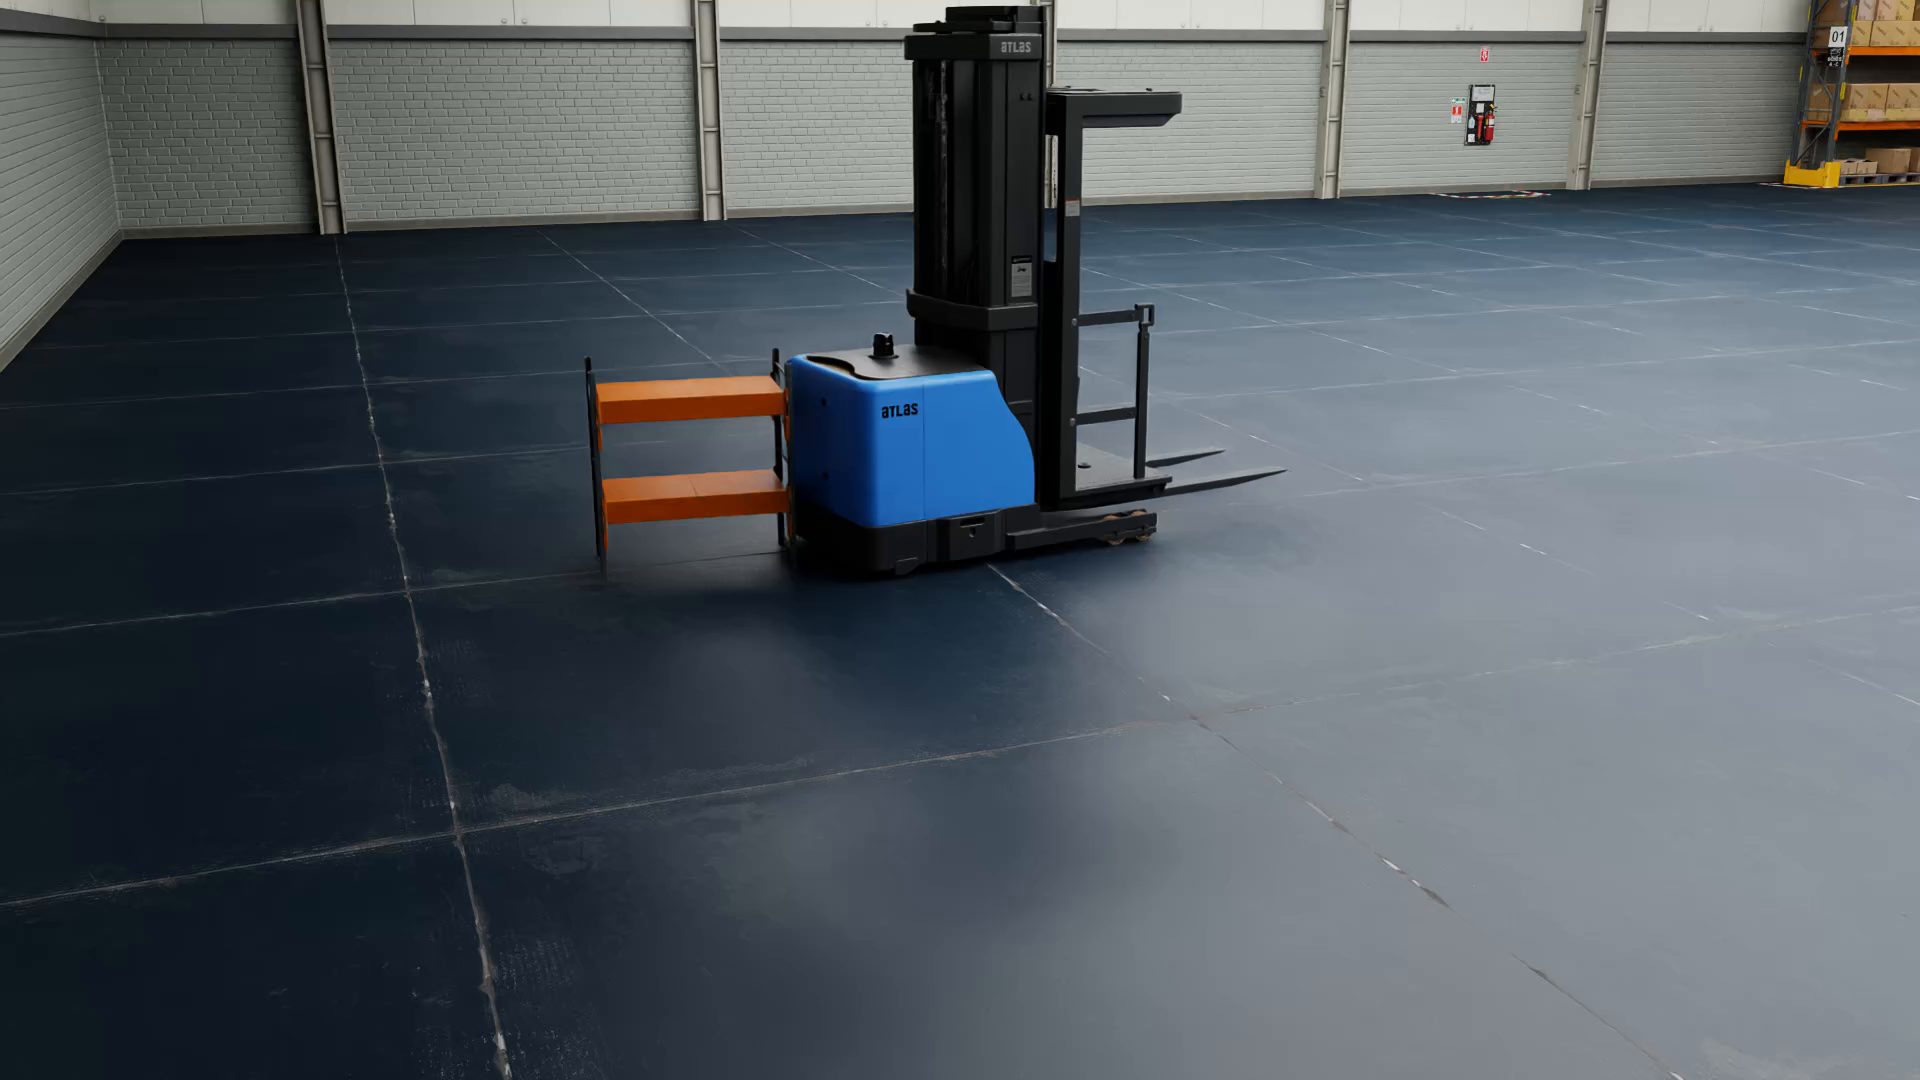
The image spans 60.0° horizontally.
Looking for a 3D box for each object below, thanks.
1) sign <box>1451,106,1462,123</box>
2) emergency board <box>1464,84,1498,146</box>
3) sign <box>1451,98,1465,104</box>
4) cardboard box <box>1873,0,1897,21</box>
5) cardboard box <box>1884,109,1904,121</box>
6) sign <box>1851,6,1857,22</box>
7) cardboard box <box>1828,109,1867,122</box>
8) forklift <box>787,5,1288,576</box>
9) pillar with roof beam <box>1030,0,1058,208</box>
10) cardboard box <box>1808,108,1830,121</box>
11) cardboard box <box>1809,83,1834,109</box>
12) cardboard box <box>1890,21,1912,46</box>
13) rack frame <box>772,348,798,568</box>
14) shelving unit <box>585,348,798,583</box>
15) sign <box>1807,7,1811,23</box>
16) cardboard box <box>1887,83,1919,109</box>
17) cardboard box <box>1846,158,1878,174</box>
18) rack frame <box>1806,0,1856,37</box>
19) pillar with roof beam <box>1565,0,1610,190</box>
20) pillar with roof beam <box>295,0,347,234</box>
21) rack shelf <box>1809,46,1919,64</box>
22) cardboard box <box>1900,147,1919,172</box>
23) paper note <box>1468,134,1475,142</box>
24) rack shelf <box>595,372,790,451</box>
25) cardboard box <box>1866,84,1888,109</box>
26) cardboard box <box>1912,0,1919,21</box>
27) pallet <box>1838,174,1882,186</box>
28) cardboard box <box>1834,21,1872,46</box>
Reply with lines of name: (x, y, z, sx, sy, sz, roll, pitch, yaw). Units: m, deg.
sign: (9.789, -8.388, 32.776, 0.234, 0.329, 0.001, -6, 17, -20)
emergency board: (10.343, -8.400, 32.879, 0.643, 1.169, 0.194, -6, 17, -20)
sign: (9.797, -8.641, 32.695, 0.331, 0.109, 0.001, -6, 17, -20)
cardboard box: (18.856, -10.934, 34.199, 0.500, 0.500, 0.500, -6, 18, -21)
cardboard box: (19.449, -8.955, 35.000, 0.500, 0.250, 0.500, -6, 18, -21)
sign: (18.117, -10.662, 33.706, 0.005, 0.325, 0.100, -6, 17, -20)
cardboard box: (18.492, -8.849, 34.639, 0.500, 0.250, 0.500, -7, 18, -22)
forklift: (0.551, -1.499, 9.502, 3.031, 2.935, 1.130, -9, 19, -28)
pillar with roof beam: (2.999, -9.175, 24.871, 0.400, 9.000, 9.100, -6, 17, -20)
cardboard box: (18.290, -8.981, 35.090, 0.500, 0.250, 0.500, -6, 17, -19)
cardboard box: (18.287, -9.347, 35.002, 0.500, 0.500, 0.500, -6, 18, -21)
cardboard box: (19.322, -10.509, 34.523, 0.500, 0.500, 0.500, -5, 17, -18)
rack frame: (-0.965, -0.455, 9.152, 0.032, 1.125, 0.500, -4, 17, -14)
shelving unit: (-1.456, -0.419, 9.029, 1.048, 1.125, 0.538, -4, 17, -14)
sign: (17.743, -10.958, 34.694, 0.005, 0.325, 0.100, -6, 17, -20)
cardboard box: (19.903, -9.365, 35.065, 0.500, 0.500, 0.500, -6, 17, -18)
cardboard box: (19.133, -7.970, 35.407, 0.500, 0.311, 0.500, -5, 17, -15)
rack frame: (17.923, -11.824, 33.892, 0.127, 3.000, 1.000, -6, 17, -20)
pillar with roof beam: (14.204, -10.385, 28.991, 0.400, 9.000, 9.100, -6, 17, -20)
pillar with roof beam: (-8.207, -7.965, 20.751, 0.400, 9.000, 9.100, -6, 17, -20)
rack shelf: (19.790, -10.241, 35.103, 4.000, 0.370, 1.077, -6, 17, -20)
cardboard box: (20.703, -8.246, 36.009, 0.500, 0.500, 0.500, -8, 18, -24)
paper note: (10.153, -7.977, 33.004, 0.142, 0.148, 0.016, -6, 17, -20)
rack shelf: (-1.456, -0.700, 8.946, 1.000, 0.278, 0.538, -4, 17, -14)
cardboard box: (18.941, -9.259, 34.706, 0.500, 0.500, 0.500, -6, 17, -20)
cardboard box: (20.295, -11.090, 34.729, 0.500, 0.500, 0.500, -7, 18, -22)
pallet: (18.765, -7.688, 35.404, 1.213, 0.211, 1.003, -6, 17, -20)
cardboard box: (18.324, -10.410, 34.189, 0.500, 0.500, 0.500, -6, 17, -19)
